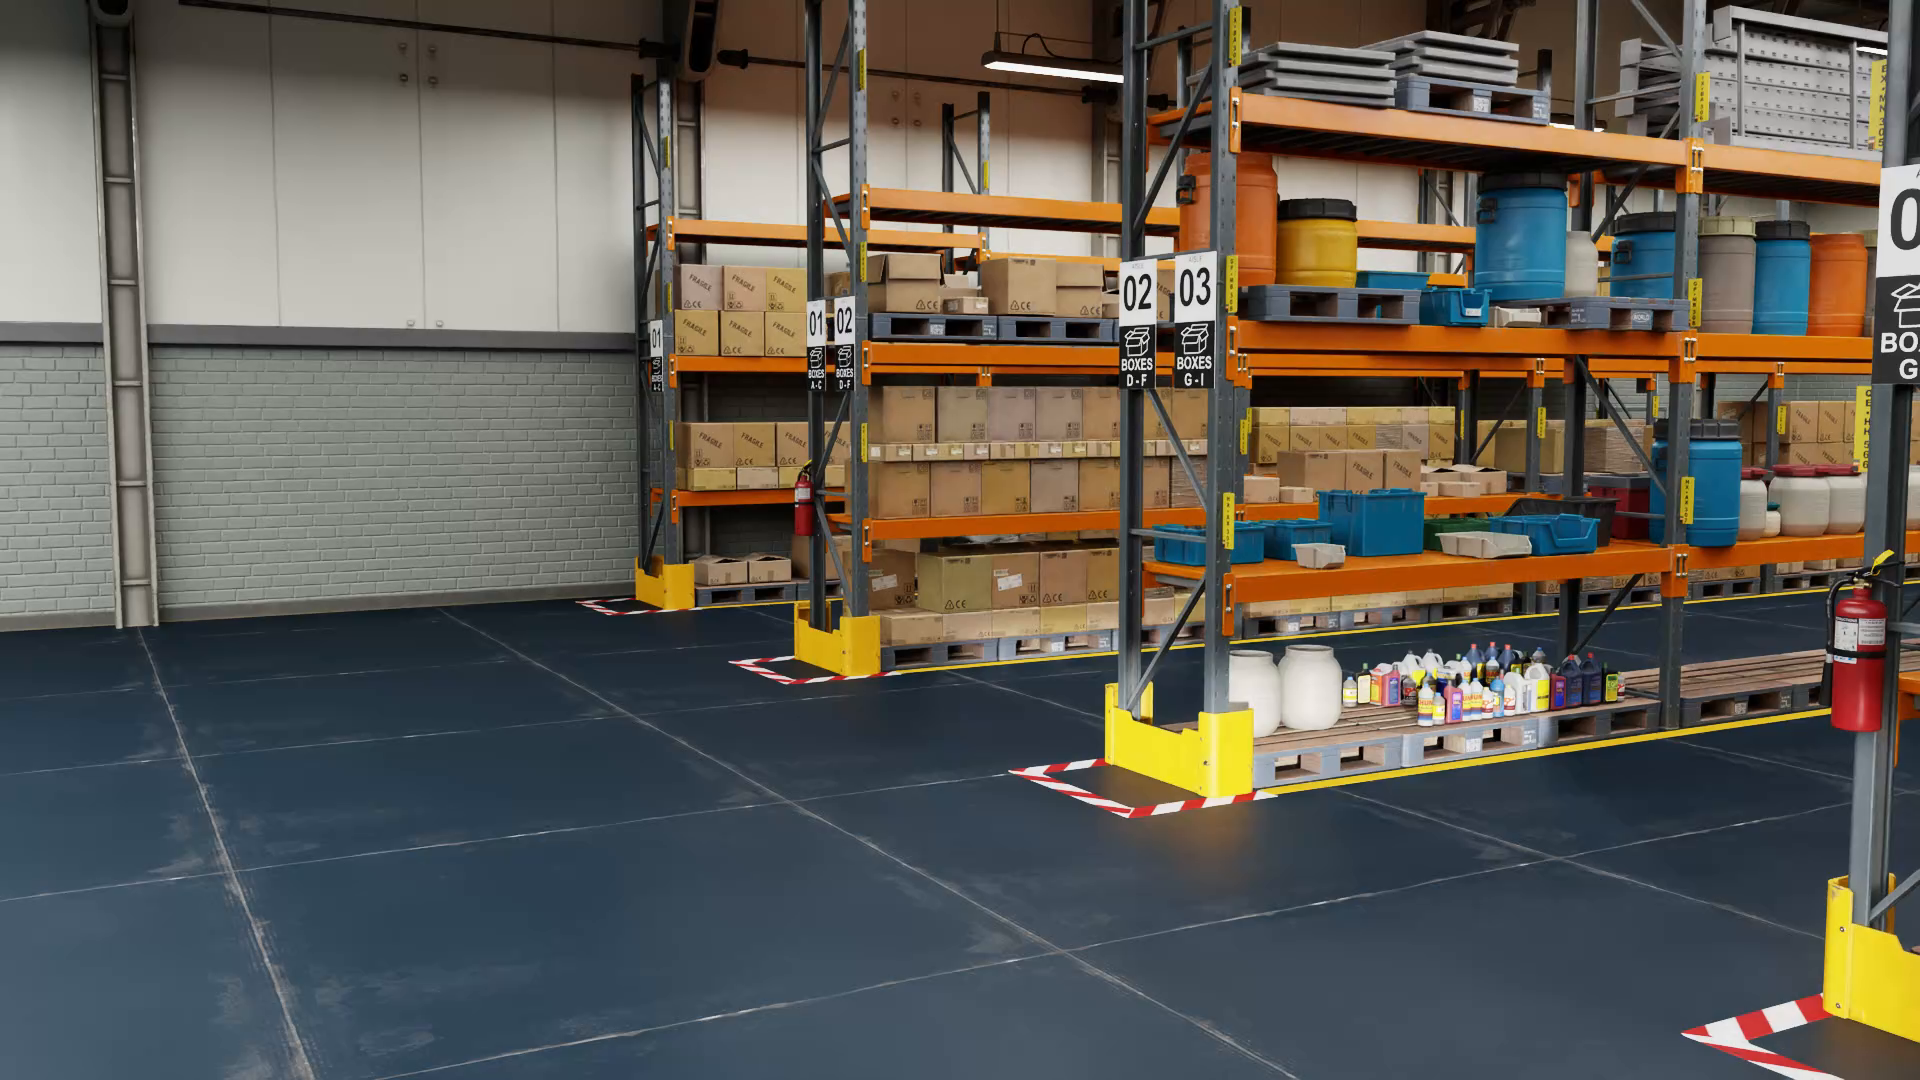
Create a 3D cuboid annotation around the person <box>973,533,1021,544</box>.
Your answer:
[{"bbox_3d":[0.423,-0.135,18.697,0.673,1.751,0.895,-1,5,-12],"label":"person"}]
